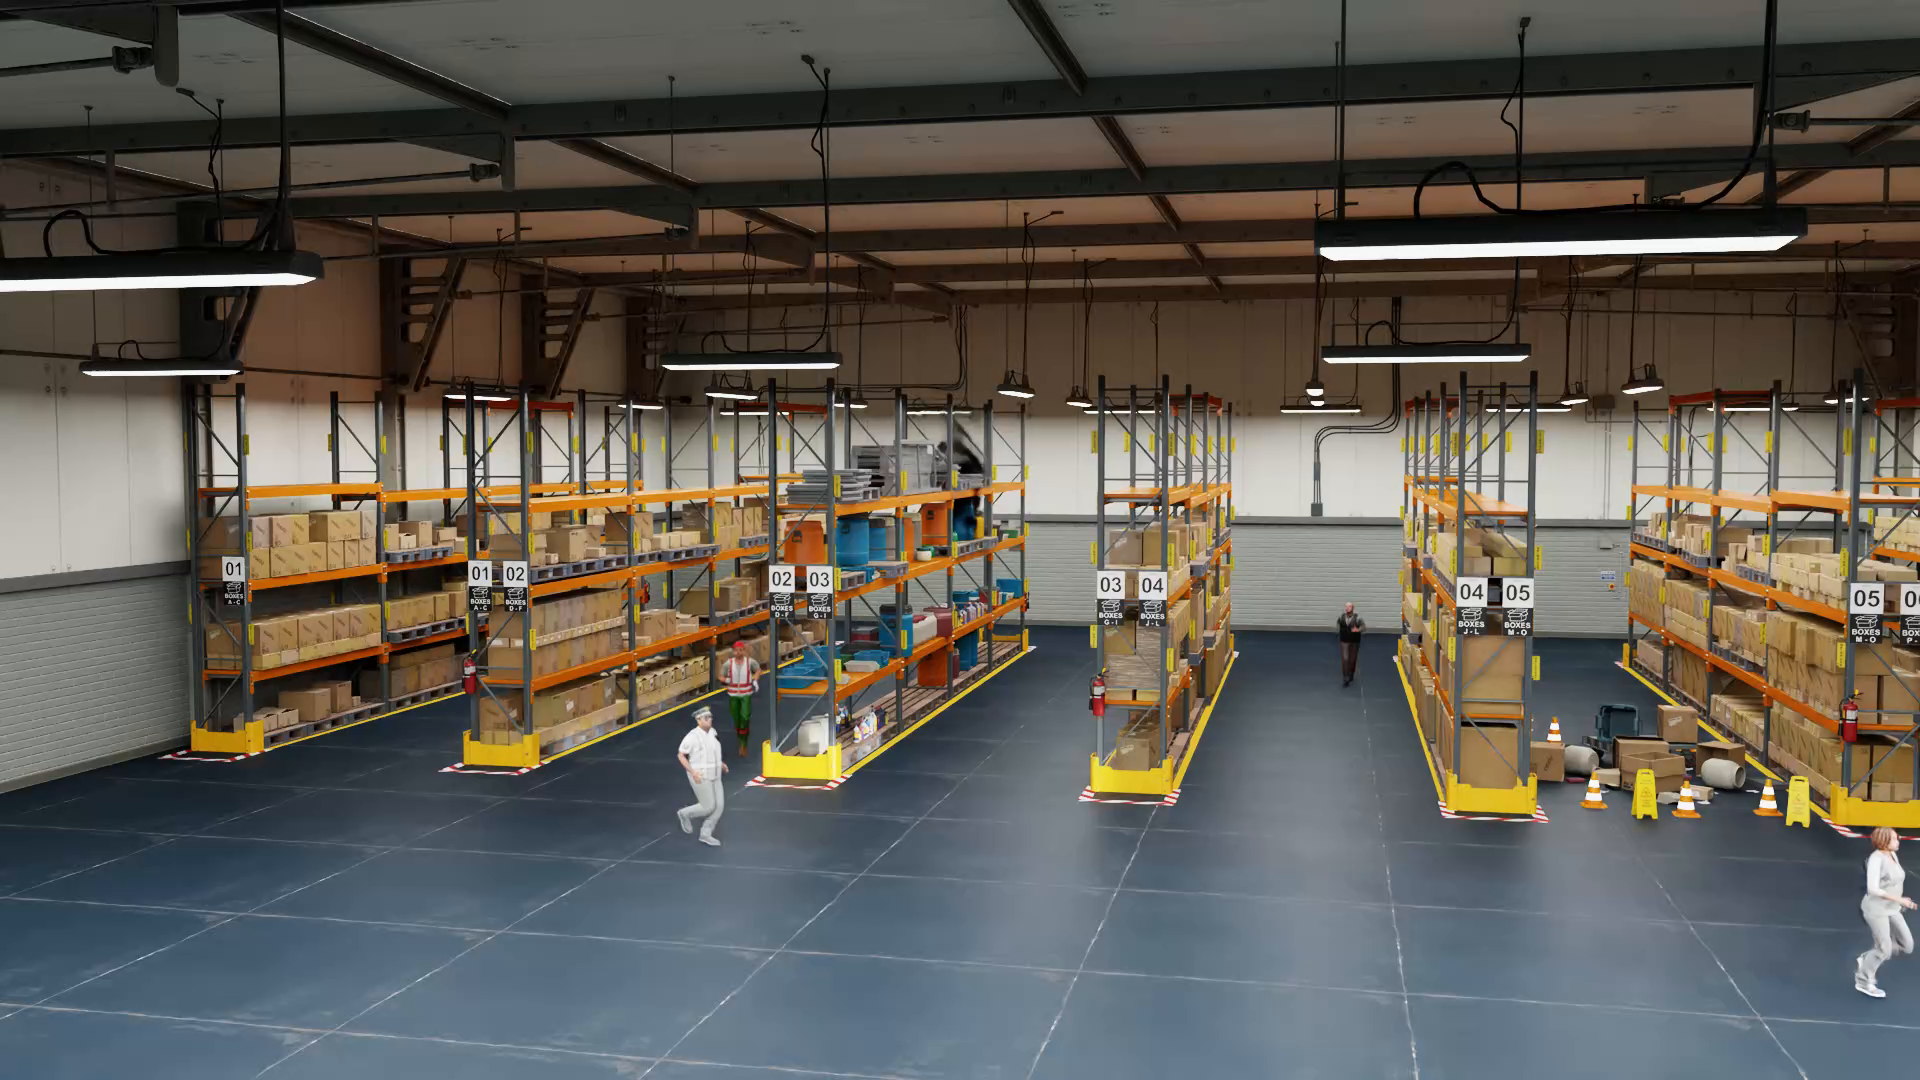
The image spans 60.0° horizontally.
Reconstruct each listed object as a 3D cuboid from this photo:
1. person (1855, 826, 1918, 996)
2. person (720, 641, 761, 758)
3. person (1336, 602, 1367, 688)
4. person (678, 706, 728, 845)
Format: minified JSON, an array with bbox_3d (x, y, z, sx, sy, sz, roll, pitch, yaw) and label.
[{"bbox_3d":[8.377,3.356,15.007,0.566,1.559,0.545,-3,4,-39],"label":"person"},{"bbox_3d":[-3.580,2.551,27.030,0.642,1.833,0.893,0,3,1],"label":"person"},{"bbox_3d":[8.132,2.167,34.582,0.641,1.739,0.892,1,3,17],"label":"person"},{"bbox_3d":[-3.223,2.948,20.883,0.603,1.746,0.665,2,4,33],"label":"person"}]
